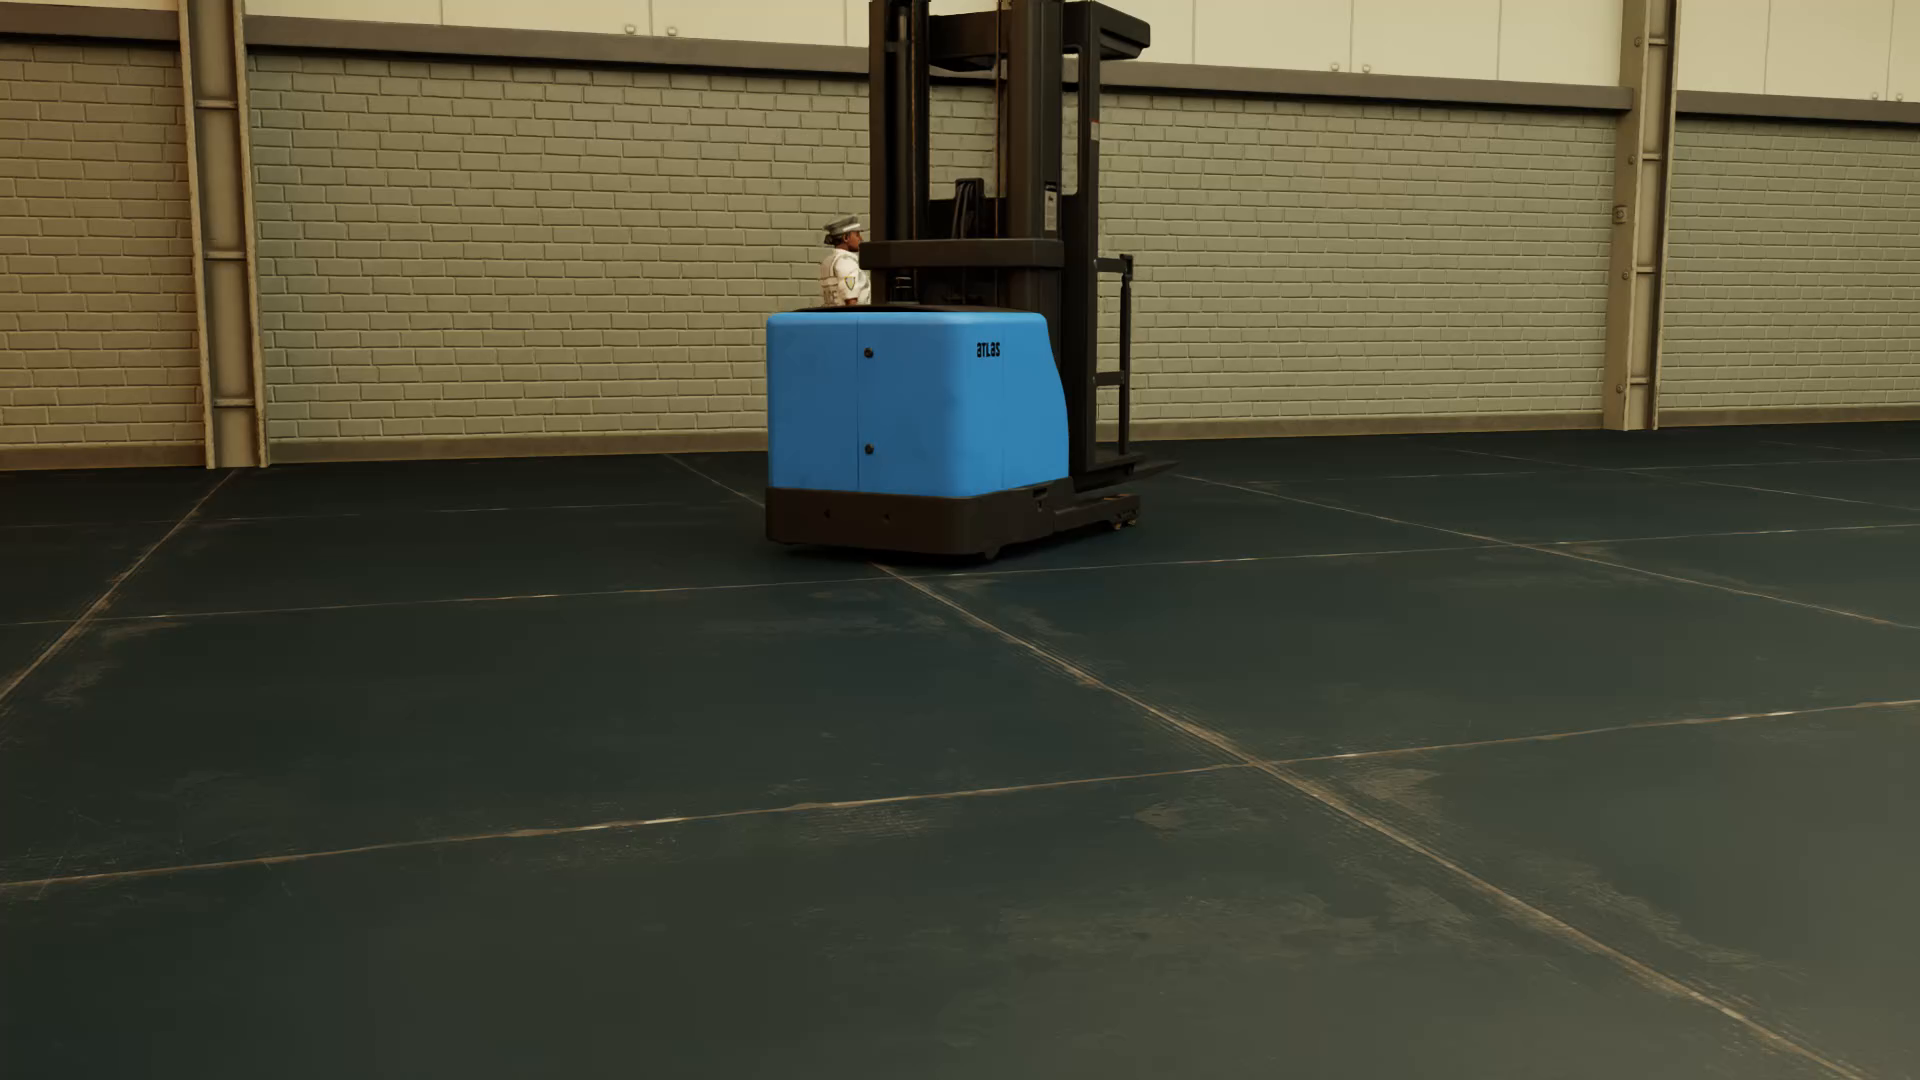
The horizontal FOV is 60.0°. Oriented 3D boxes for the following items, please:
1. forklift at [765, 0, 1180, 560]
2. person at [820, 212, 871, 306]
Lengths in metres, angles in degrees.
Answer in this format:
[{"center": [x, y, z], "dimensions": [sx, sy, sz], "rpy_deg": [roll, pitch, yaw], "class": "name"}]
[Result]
[{"center": [0.269, -1.526, 8.270], "dimensions": [1.130, 2.935, 3.031], "rpy_deg": [4, 9, 28], "class": "forklift"}, {"center": [-0.729, -1.278, 10.813], "dimensions": [0.336, 1.690, 0.446], "rpy_deg": [-3, 8, -23], "class": "person"}]
